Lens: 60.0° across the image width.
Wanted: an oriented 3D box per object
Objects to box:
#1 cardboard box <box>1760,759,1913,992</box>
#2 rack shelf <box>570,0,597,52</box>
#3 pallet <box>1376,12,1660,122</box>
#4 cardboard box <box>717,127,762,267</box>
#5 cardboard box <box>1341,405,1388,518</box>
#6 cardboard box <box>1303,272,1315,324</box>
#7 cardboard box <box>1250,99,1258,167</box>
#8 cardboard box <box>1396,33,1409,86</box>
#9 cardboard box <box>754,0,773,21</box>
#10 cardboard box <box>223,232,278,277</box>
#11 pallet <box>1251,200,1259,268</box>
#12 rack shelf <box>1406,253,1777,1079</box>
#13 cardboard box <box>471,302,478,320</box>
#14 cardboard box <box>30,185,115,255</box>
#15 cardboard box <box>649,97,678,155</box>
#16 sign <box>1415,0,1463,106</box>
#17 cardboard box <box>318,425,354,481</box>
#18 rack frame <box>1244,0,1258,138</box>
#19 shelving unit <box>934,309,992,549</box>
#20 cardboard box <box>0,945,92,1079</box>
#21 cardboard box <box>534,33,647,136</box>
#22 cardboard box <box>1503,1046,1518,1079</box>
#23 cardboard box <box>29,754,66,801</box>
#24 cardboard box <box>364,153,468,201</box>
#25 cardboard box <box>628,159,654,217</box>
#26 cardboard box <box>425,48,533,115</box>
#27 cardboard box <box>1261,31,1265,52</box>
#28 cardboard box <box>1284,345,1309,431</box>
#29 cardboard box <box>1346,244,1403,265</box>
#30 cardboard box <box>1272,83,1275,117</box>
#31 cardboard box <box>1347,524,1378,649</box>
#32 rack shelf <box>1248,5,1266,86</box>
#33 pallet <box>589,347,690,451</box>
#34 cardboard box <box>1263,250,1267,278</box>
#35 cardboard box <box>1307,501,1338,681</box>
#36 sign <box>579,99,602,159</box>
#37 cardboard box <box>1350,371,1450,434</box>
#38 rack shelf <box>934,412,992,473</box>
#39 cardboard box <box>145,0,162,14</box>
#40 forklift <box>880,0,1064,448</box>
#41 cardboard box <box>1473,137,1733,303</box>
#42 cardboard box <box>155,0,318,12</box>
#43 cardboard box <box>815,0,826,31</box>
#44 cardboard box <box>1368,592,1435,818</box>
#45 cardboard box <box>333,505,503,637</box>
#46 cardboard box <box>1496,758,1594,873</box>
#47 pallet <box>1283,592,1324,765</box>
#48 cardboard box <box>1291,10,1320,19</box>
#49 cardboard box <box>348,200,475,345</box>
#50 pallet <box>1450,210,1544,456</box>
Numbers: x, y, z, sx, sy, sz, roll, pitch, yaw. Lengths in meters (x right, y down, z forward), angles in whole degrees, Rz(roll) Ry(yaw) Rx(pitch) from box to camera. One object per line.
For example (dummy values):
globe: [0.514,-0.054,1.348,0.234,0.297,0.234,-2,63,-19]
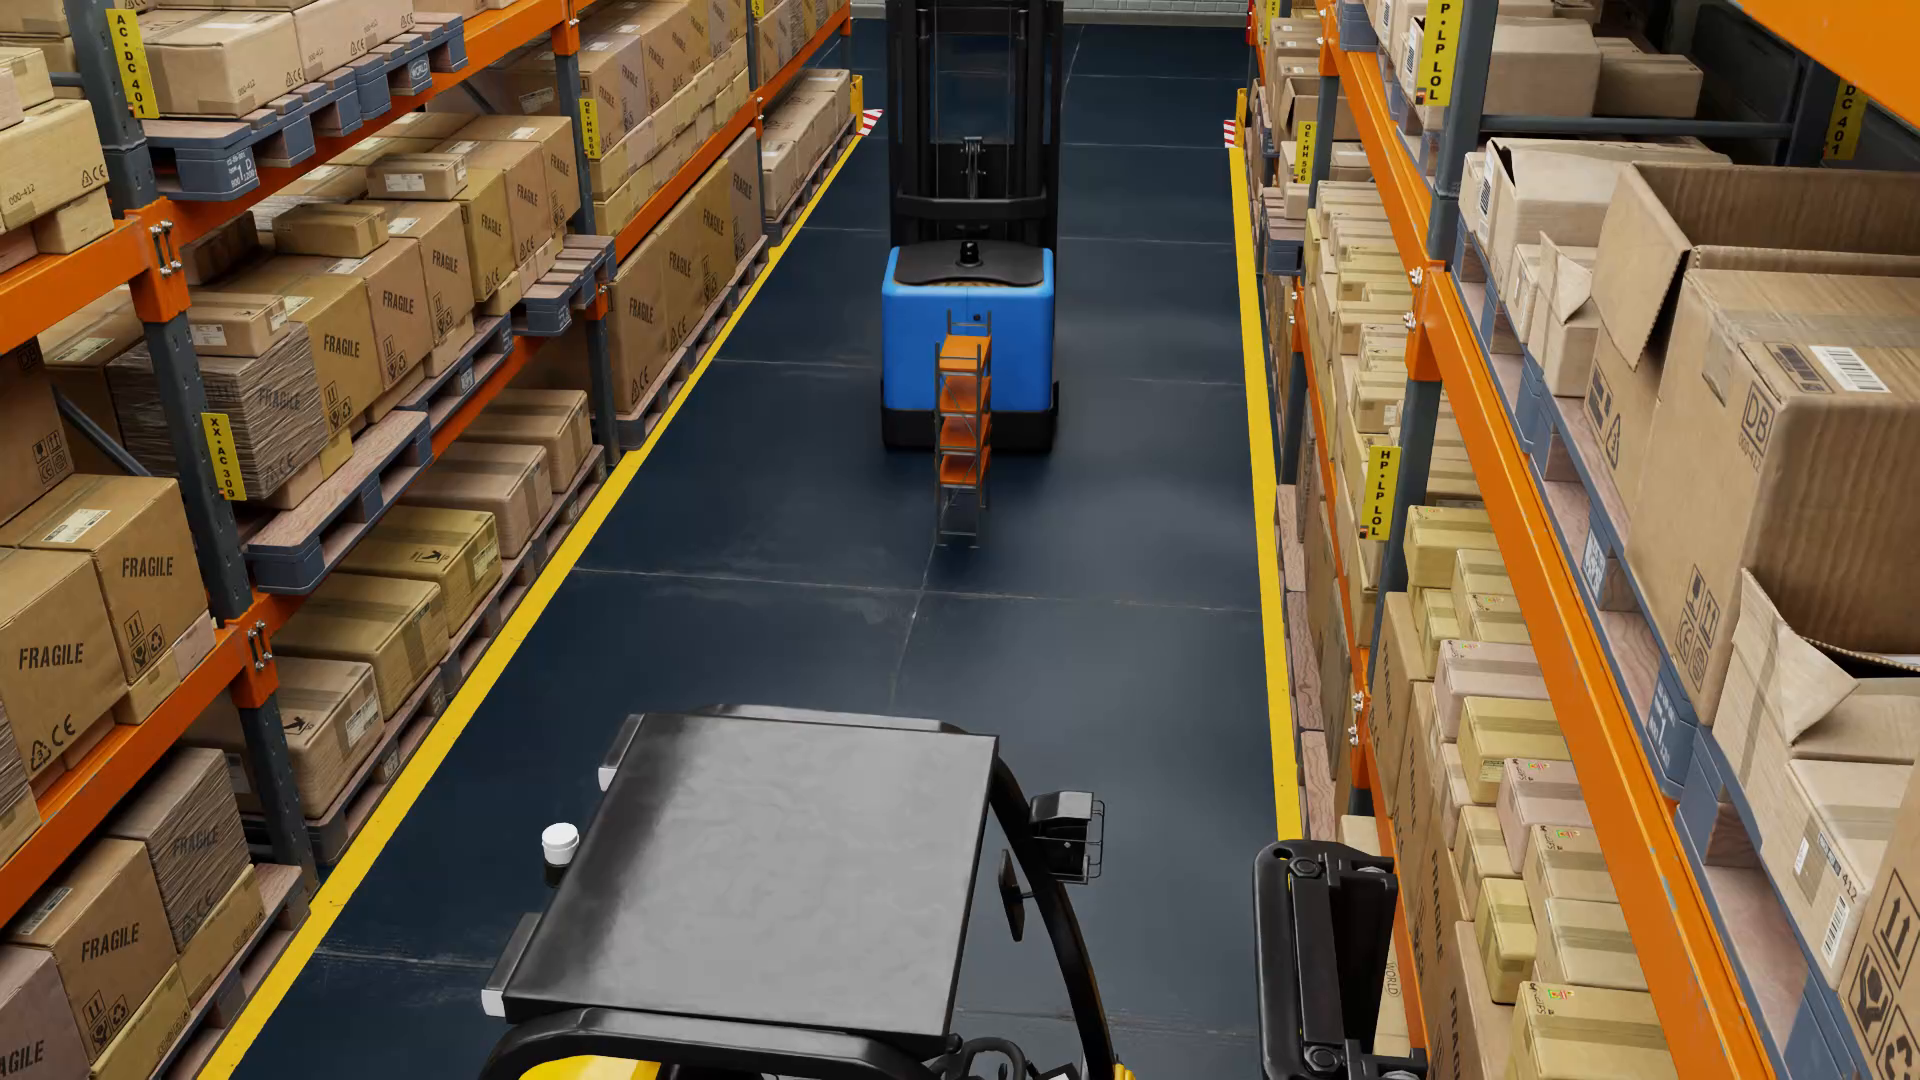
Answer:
cardboard box: [1.171,0.393,1.913,0.380,0.149,0.250,3,28,5]
rack shelf: [-2.331,-3.759,10.660,1.077,0.370,4.000,3,28,6]
pallet: [2.222,-1.913,6.674,1.003,0.211,1.213,5,29,9]
cardboard box: [-2.082,-2.649,12.802,0.875,0.875,0.875,4,29,8]
cardboard box: [1.723,-0.286,6.250,0.500,0.250,0.500,3,28,5]
cardboard box: [2.054,-1.266,8.595,0.500,0.250,0.500,3,29,6]
cardboard box: [3.019,-3.694,15.137,0.700,0.500,0.500,4,29,8]
cardboard box: [1.694,-1.618,5.645,0.380,0.149,0.250,3,28,6]
cardboard box: [-1.787,-4.390,13.077,0.500,0.500,0.500,4,29,7]
cardboard box: [-3.108,-0.997,7.076,0.500,0.500,0.500,4,29,8]
pallet: [2.926,-2.505,13.677,1.003,0.211,1.213,3,28,6]
rack shelf: [1.616,0.294,3.138,1.077,0.370,4.000,3,28,6]
cardboard box: [-2.544,-1.109,7.967,0.380,0.149,0.250,4,29,7]
cardboard box: [-2.801,-0.974,4.997,0.380,0.149,0.250,3,29,6]
cardboard box: [-2.131,-2.669,10.672,0.500,0.250,0.500,3,28,6]
sign: [1.321,-1.357,4.567,0.100,0.325,0.005,3,28,6]
cardboard box: [-2.645,-0.364,6.584,0.380,0.149,0.250,4,29,7]
rack frame: [3.331,-5.292,15.911,1.000,3.000,0.127,3,28,6]
shelving unit: [0.020,-0.606,9.110,0.258,1.200,0.503,3,28,6]
cardboard box: [-2.994,1.539,4.897,0.500,0.500,0.500,5,29,9]
cardboard box: [-2.221,-2.750,10.031,0.500,0.500,0.500,3,29,6]
cardboard box: [1.268,1.125,3.210,0.380,0.149,0.250,4,29,7]
cardboard box: [-2.980,0.702,5.050,0.380,0.149,0.250,3,28,5]
cardboard box: [-2.496,-1.672,7.646,0.380,0.149,0.250,2,28,4]
cardboard box: [-2.221,-2.206,10.340,0.500,0.250,0.500,3,28,5]
cardboard box: [-2.772,-2.556,9.672,0.500,0.500,0.500,3,28,5]
cardboard box: [2.799,-4.314,14.360,0.380,0.149,0.250,4,29,7]
cardboard box: [2.189,-0.823,9.807,0.500,0.500,0.500,4,29,8]
cardboard box: [1.962,-1.231,7.584,0.380,0.149,0.250,4,29,7]
cardboard box: [2.290,-2.904,11.176,0.396,0.266,0.258,5,29,9]
cardboard box: [1.663,0.170,5.930,0.500,0.250,0.500,4,29,7]
rack shelf: [3.086,-4.034,14.334,1.077,0.370,4.000,3,28,6]
pallet: [-2.404,-0.952,10.795,1.003,0.211,1.213,3,28,6]
cardboard box: [2.558,-2.279,12.511,0.500,0.500,0.500,5,29,8]
cardboard box: [2.106,0.252,7.681,0.875,0.625,0.625,2,28,4]
sign: [-2.036,-2.261,9.147,0.100,0.325,0.005,3,28,6]
cardboard box: [1.679,-0.513,6.251,0.380,0.149,0.250,2,28,5]
rack shelf: [0.020,-0.547,9.142,0.258,0.148,0.480,3,28,6]
cardboard box: [-3.071,-1.891,6.150,0.500,0.250,0.500,4,29,7]
forklift: [0.099,-2.513,10.825,1.130,2.935,3.031,1,28,2]
cardboard box: [1.517,-0.777,3.912,0.500,0.311,0.500,4,29,7]
cardboard box: [-2.545,-2.077,5.968,0.500,0.250,0.500,3,28,5]
cardboard box: [-1.522,-4.903,15.082,0.500,0.500,0.500,4,29,8]
cardboard box: [1.547,0.506,5.043,0.500,0.500,0.500,3,28,5]
cardboard box: [-2.836,0.128,8.177,0.950,0.372,0.625,4,29,8]
cardboard box: [1.448,0.639,3.797,0.380,0.149,0.250,3,28,6]
pallet: [2.059,0.659,7.804,1.003,0.211,1.213,3,28,6]
cardboard box: [2.782,-4.199,13.726,0.500,0.250,0.500,3,28,6]
cardboard box: [-2.537,-1.205,7.461,0.500,0.500,0.500,2,28,4]
pallet: [1.782,-0.522,3.988,1.003,0.211,1.213,3,28,6]
